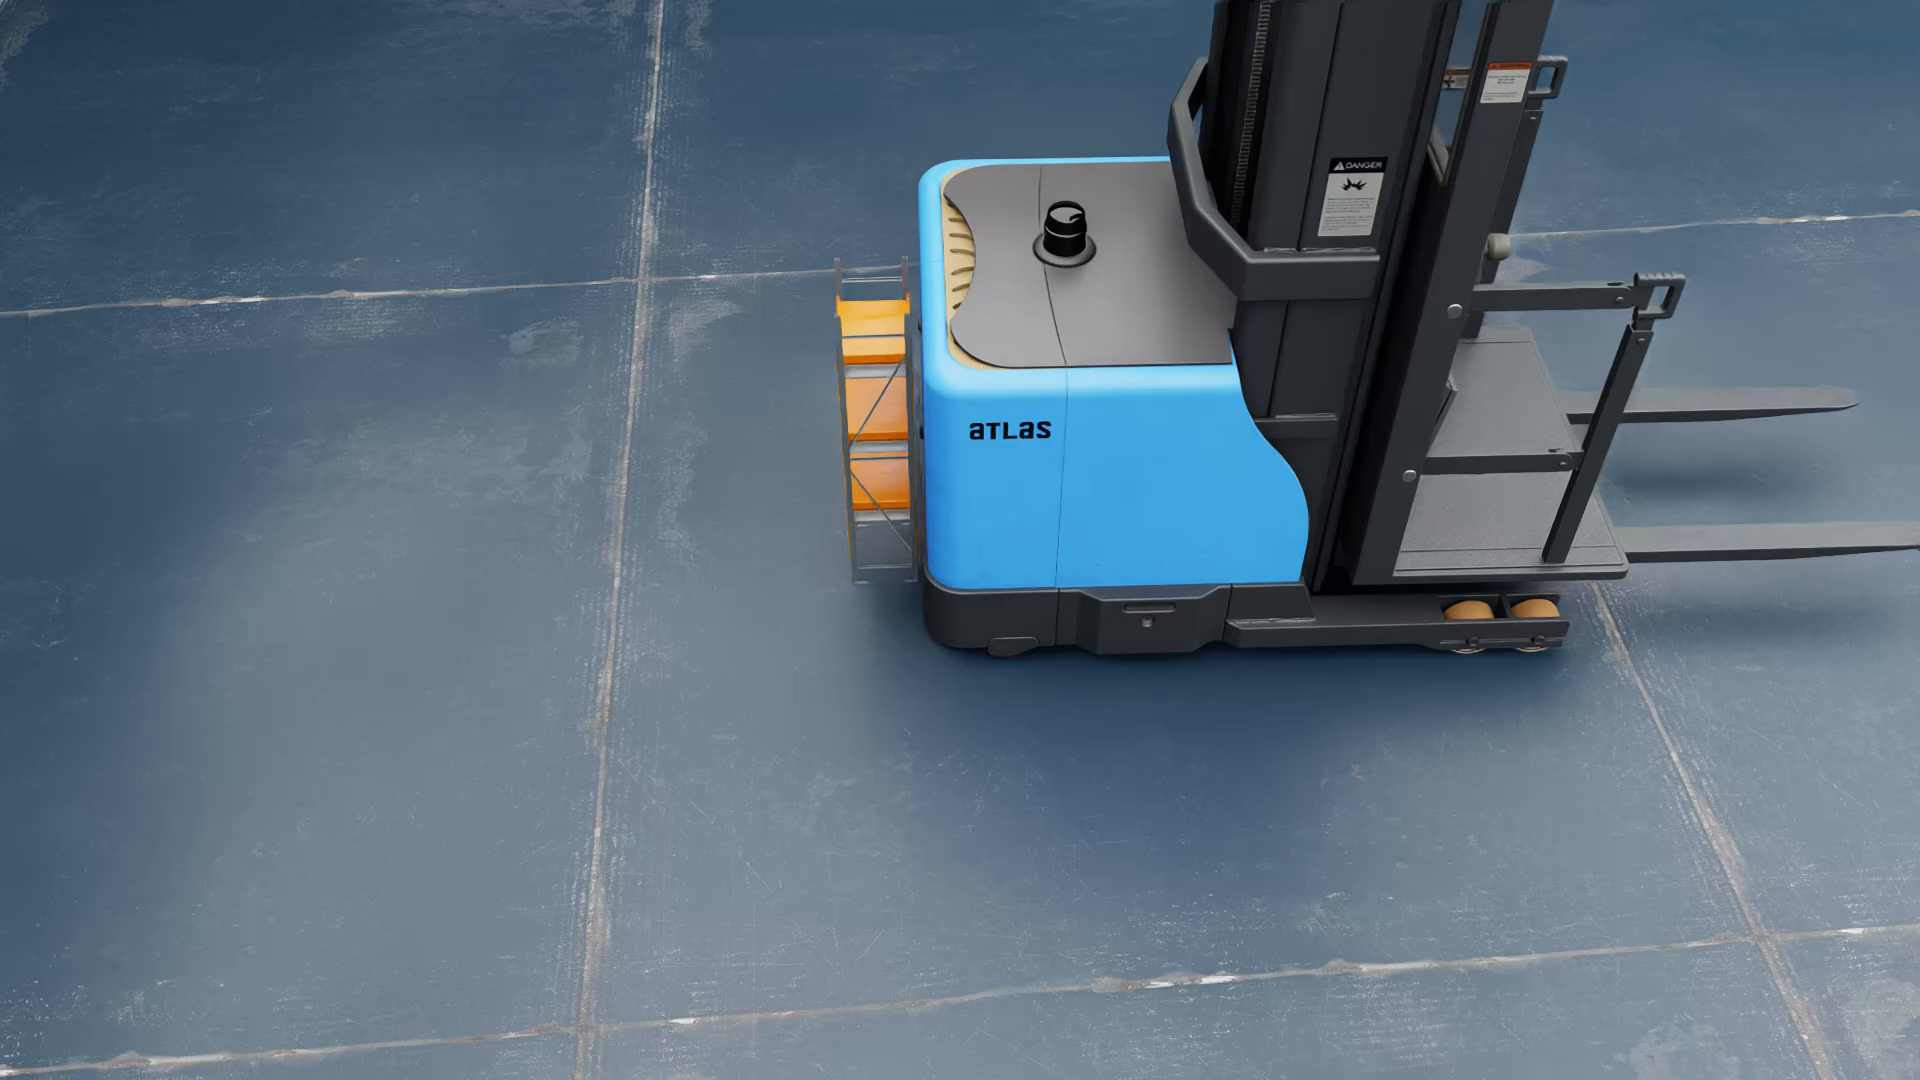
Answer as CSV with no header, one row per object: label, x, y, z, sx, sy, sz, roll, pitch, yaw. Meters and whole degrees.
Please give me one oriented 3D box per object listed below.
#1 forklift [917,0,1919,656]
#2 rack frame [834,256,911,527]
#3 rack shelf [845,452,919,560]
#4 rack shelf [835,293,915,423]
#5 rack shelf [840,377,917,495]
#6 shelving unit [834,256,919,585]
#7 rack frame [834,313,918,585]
forklift,1.396,-1.058,4.233,3.031,2.935,1.130,-1,47,-1
rack frame,-0.242,-0.407,4.912,0.200,1.050,0.008,-2,47,-2
rack shelf,-0.236,-0.120,5.038,0.215,0.259,0.240,-2,47,-2
rack shelf,-0.236,-0.506,4.630,0.215,0.259,0.240,-2,47,-2
rack shelf,-0.236,-0.311,4.836,0.215,0.259,0.240,-2,47,-2
shelving unit,-0.236,-0.318,4.828,0.215,1.050,0.252,-2,47,-2
rack frame,-0.230,-0.230,4.745,0.200,1.050,0.008,-2,47,-2
